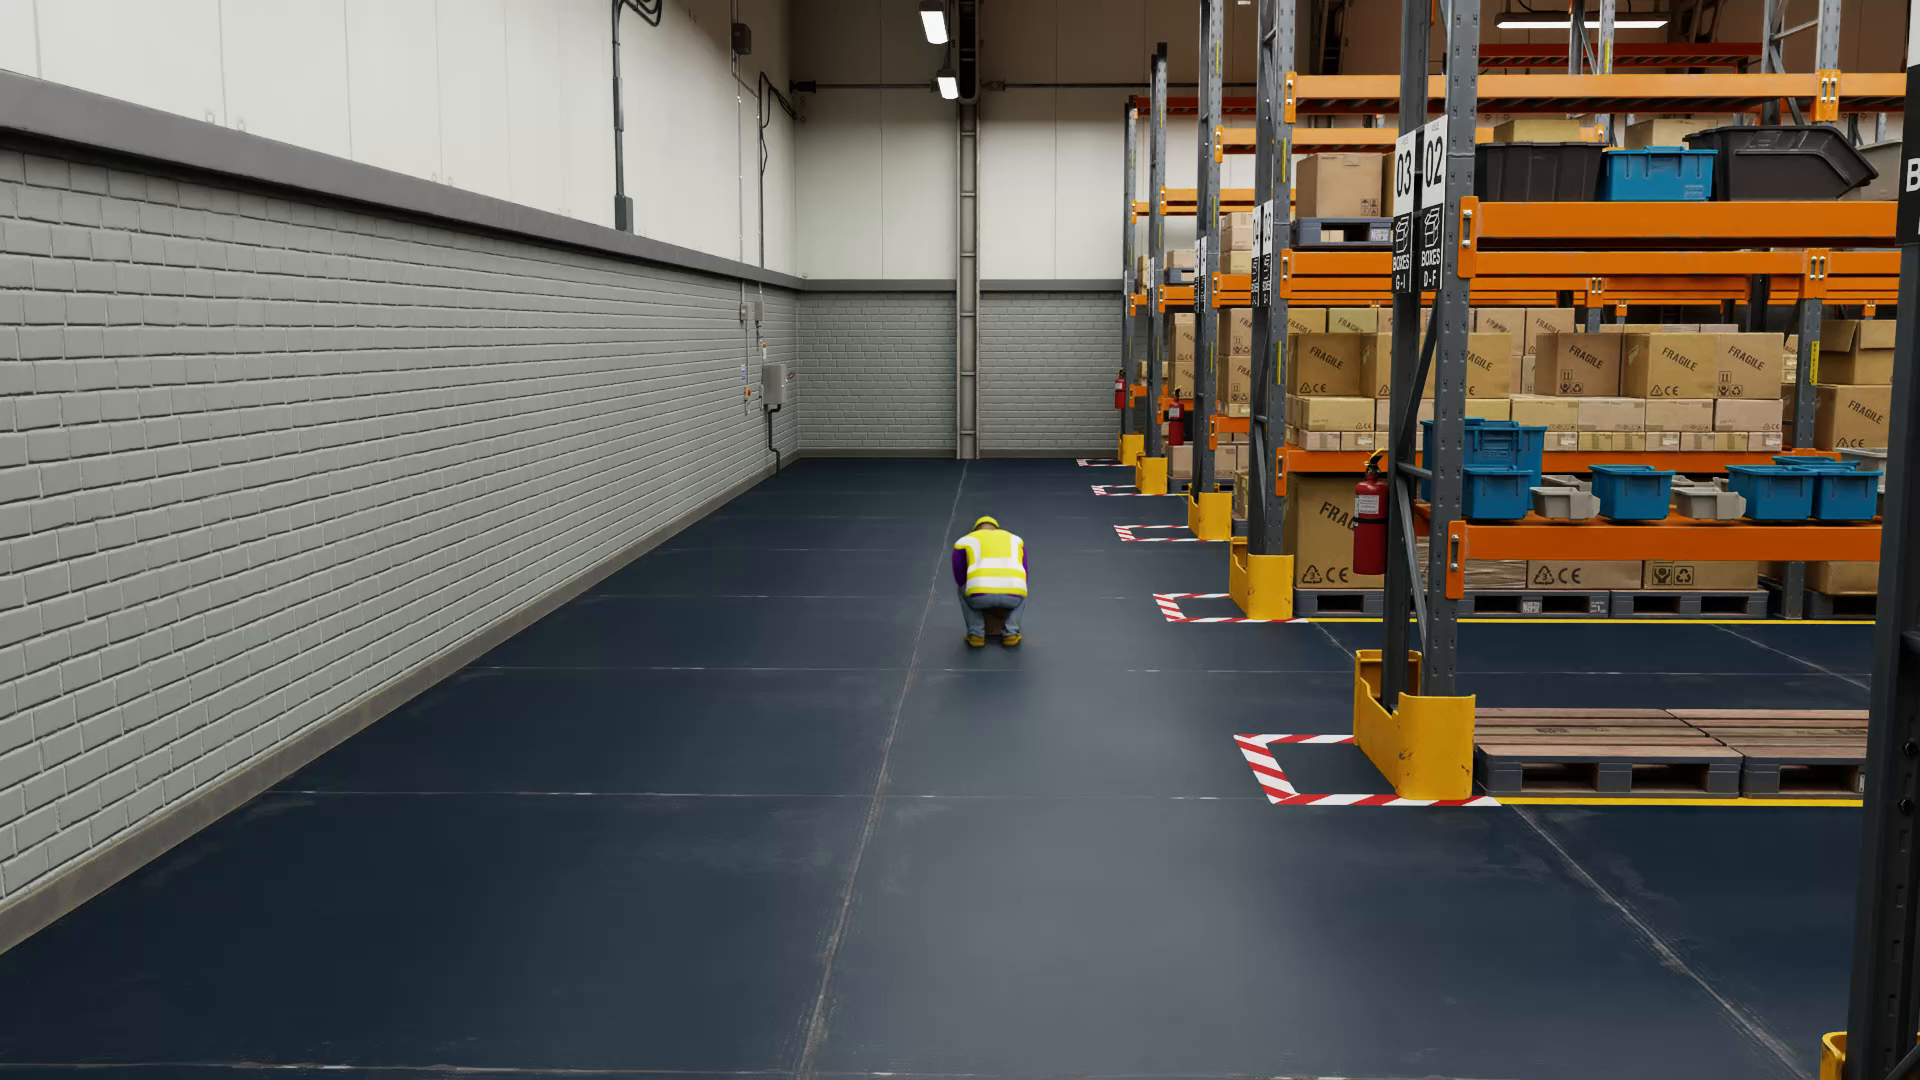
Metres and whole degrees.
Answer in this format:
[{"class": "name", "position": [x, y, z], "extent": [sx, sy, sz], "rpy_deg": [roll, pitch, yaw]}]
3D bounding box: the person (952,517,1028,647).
[{"class": "person", "position": [0.216, 0.314, 11.962], "extent": [0.549, 0.895, 0.900], "rpy_deg": [0, 7, 1]}]
